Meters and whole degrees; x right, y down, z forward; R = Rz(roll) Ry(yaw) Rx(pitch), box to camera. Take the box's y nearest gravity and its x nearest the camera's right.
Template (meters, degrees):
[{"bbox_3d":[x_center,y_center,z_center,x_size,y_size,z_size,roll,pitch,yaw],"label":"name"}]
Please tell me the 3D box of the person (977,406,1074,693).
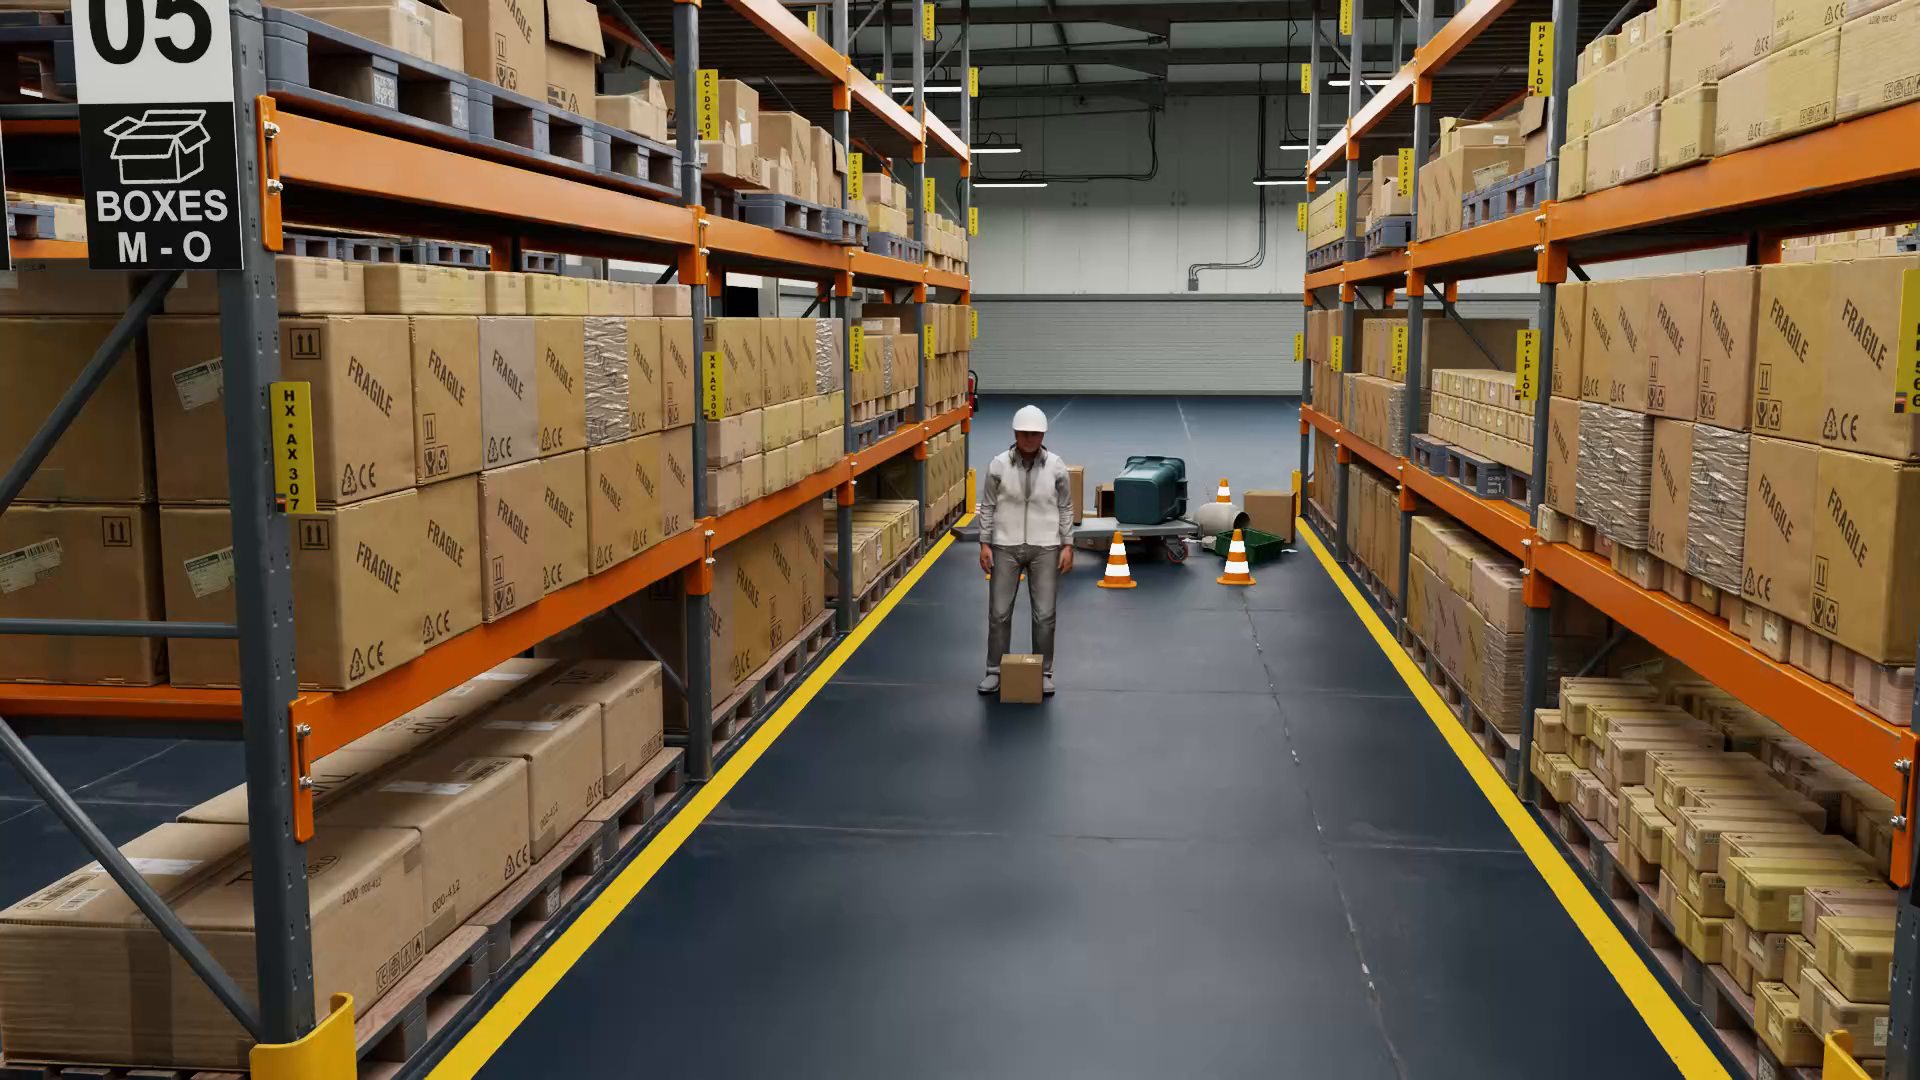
[{"bbox_3d":[0.408,0.055,10.270,0.594,1.773,0.457,0,8,3],"label":"person"}]
